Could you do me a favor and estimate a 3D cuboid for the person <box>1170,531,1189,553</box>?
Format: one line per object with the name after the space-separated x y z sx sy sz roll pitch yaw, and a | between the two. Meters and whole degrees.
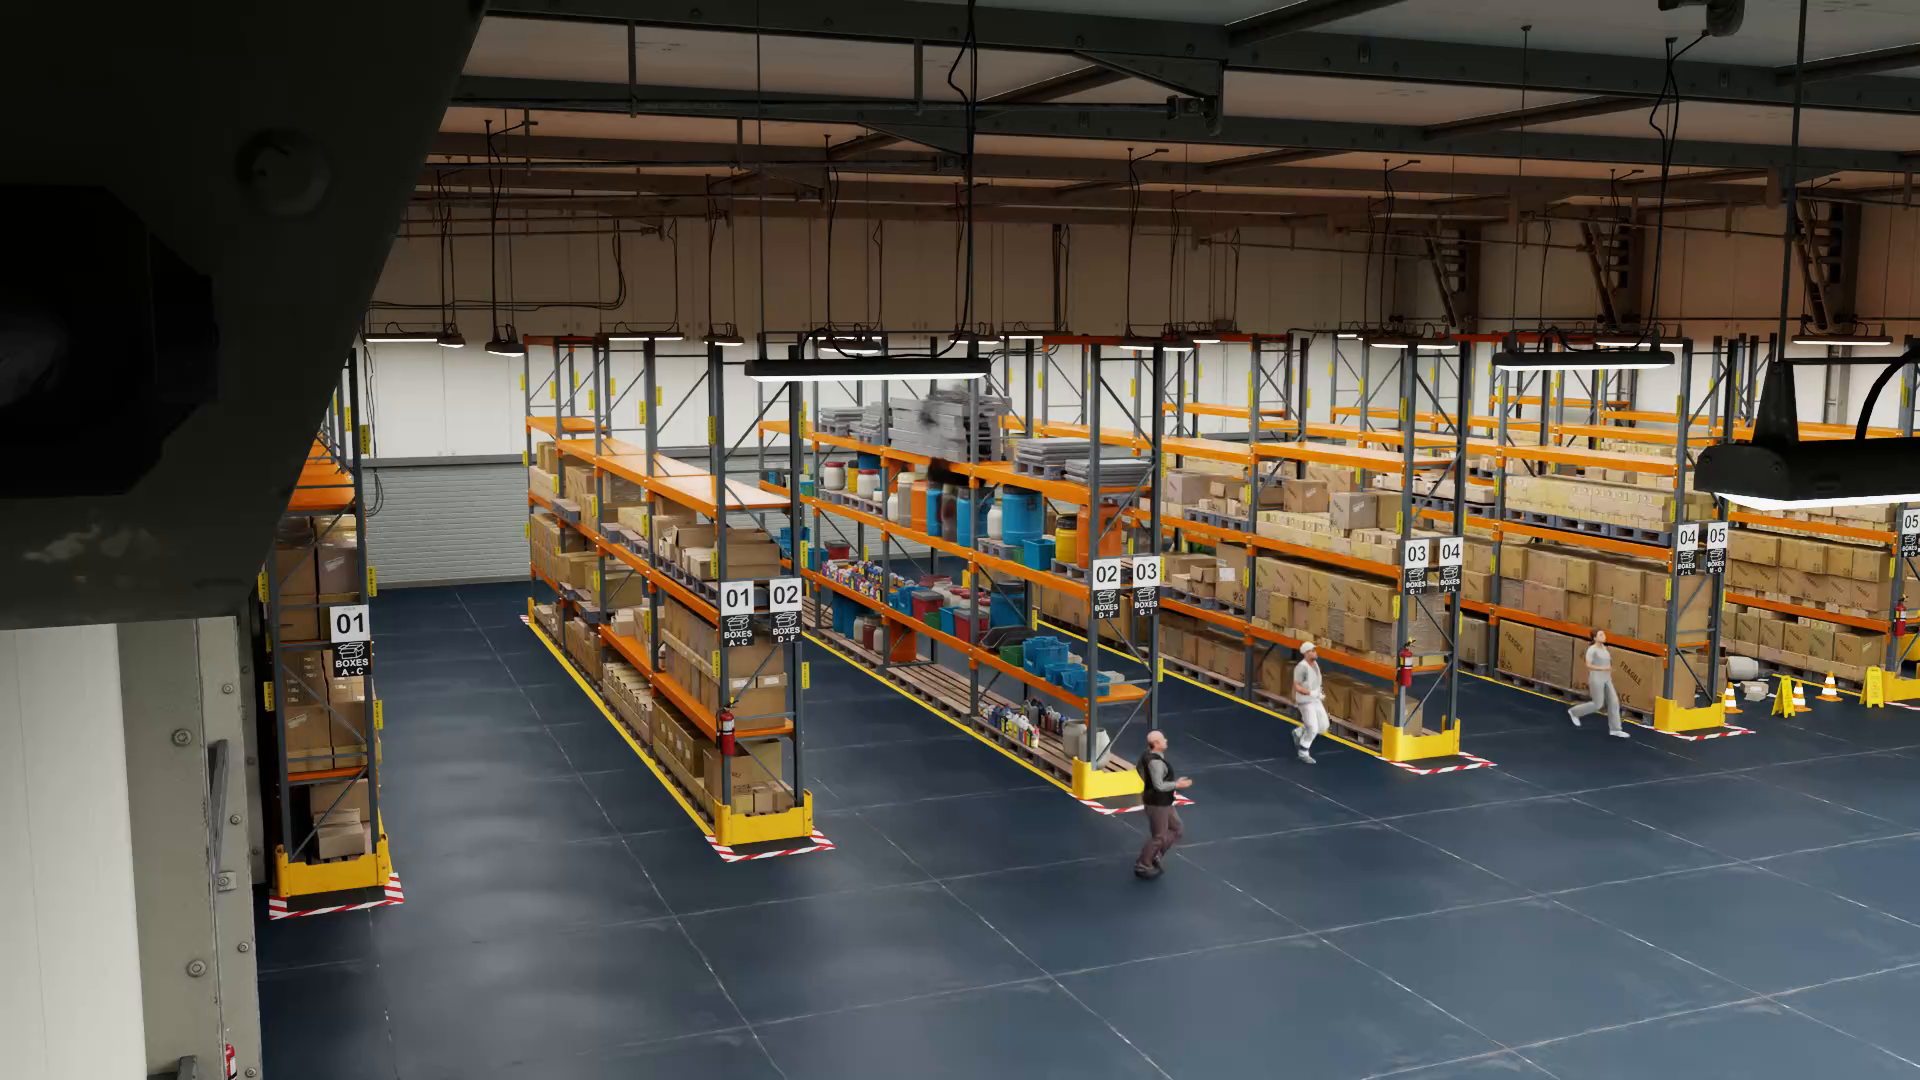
4.865 0.634 36.713 0.572 1.692 0.692 -2 8 -18 | person

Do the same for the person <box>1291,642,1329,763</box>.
4.991 2.315 23.781 0.610 1.746 0.701 6 10 38 | person

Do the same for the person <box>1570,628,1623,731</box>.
9.789 2.117 25.395 0.583 1.549 0.787 -5 9 -35 | person

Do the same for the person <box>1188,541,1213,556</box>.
6.054 -0.124 42.019 0.816 1.779 0.646 -3 8 -18 | person

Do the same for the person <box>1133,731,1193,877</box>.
2.293 2.998 18.817 0.651 1.721 0.641 1 8 5 | person
